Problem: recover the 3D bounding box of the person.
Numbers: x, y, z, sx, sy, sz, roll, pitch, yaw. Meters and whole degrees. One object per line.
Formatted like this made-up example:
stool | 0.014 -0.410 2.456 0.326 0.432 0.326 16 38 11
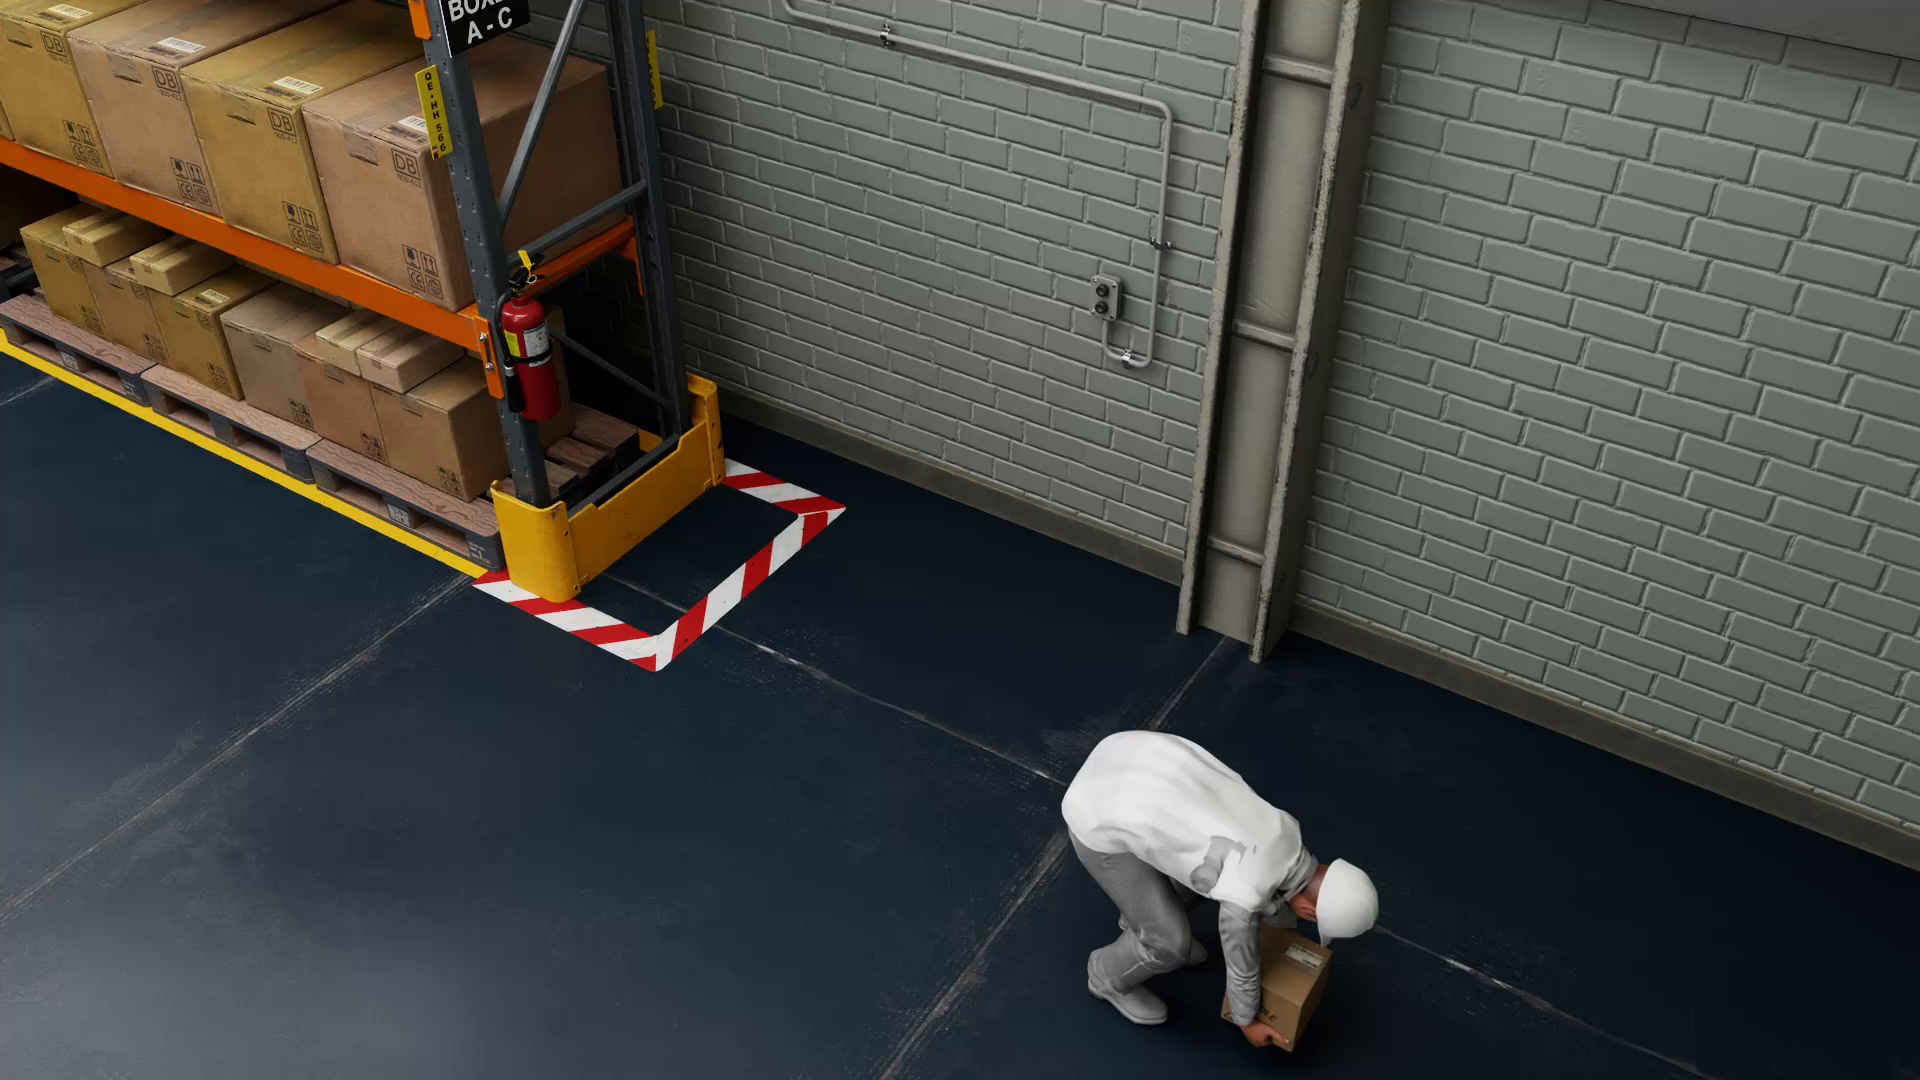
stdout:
person | 0.809 1.138 5.285 1.002 1.028 0.500 19 42 23
